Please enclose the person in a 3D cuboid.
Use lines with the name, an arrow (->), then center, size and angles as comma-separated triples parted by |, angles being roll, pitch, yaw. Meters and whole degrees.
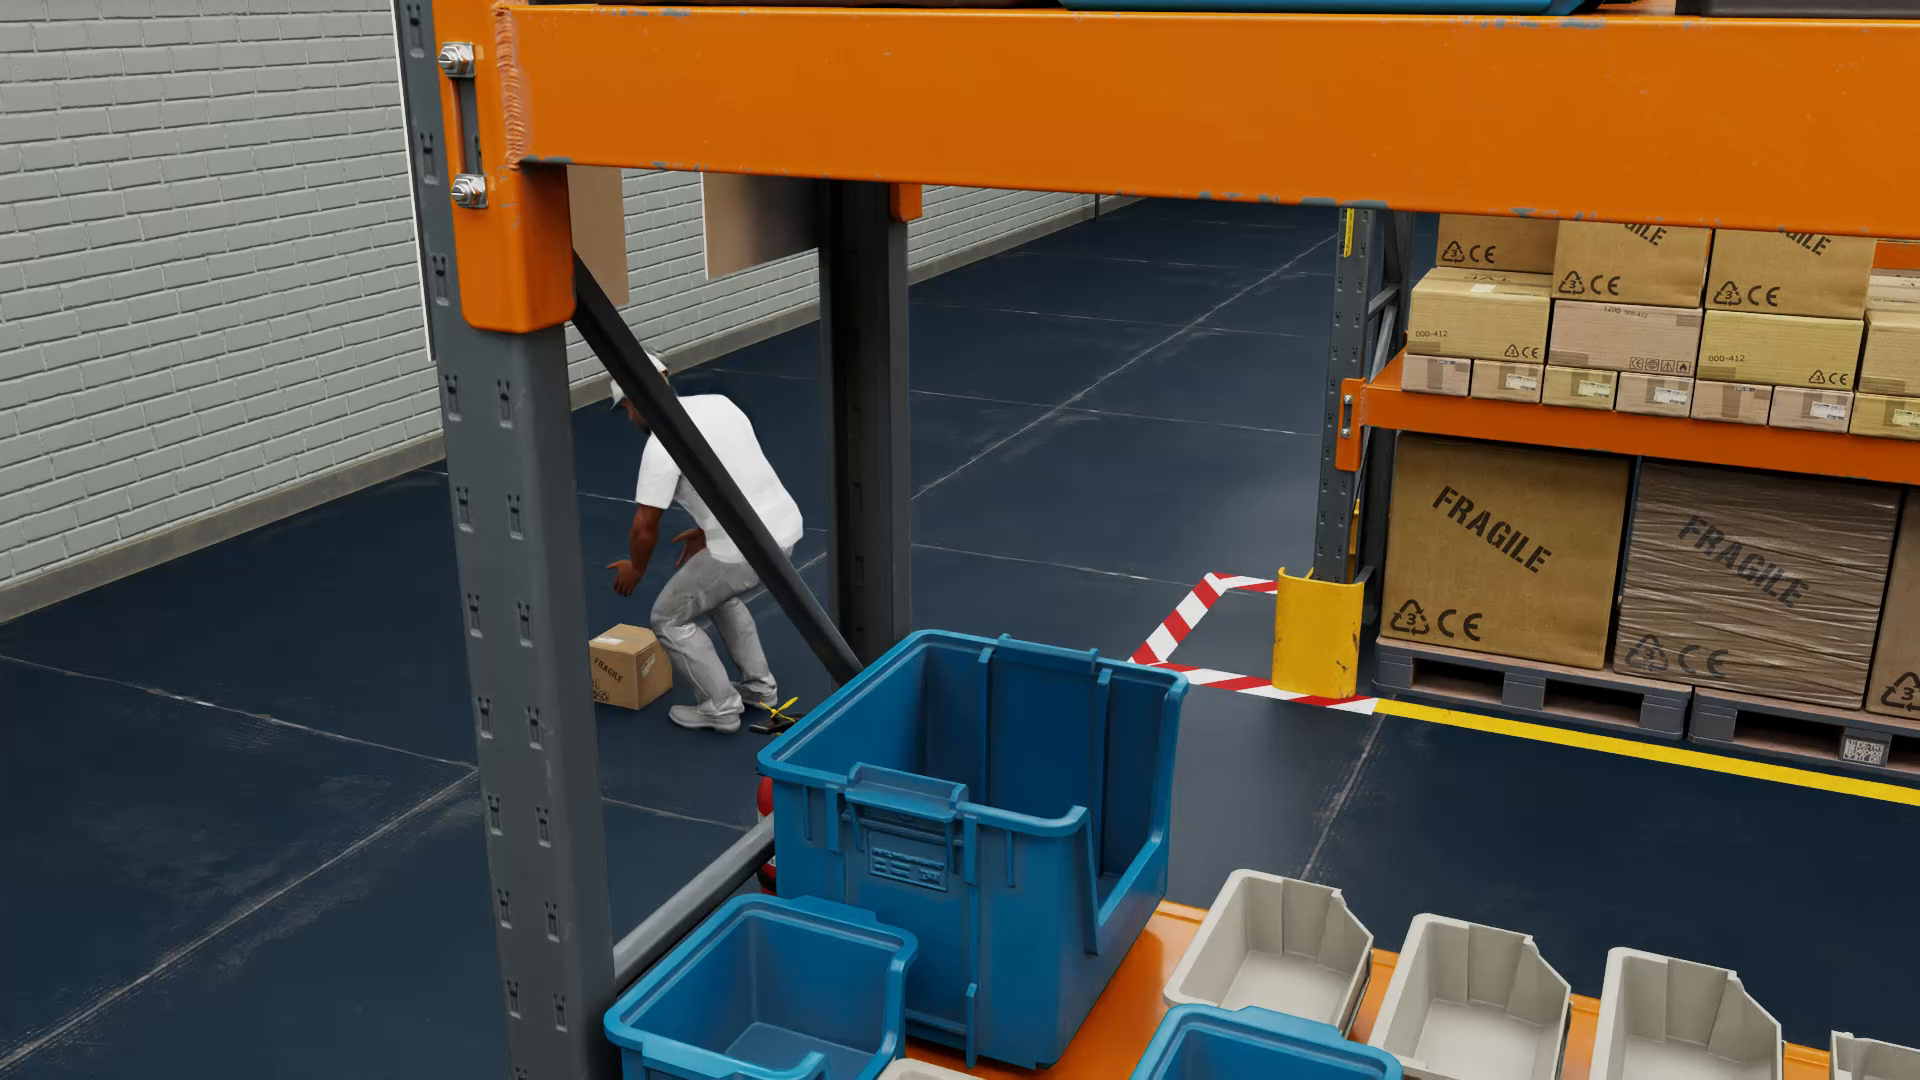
person -> -0.997, 0.014, 6.458 | 0.728, 1.461, 0.630 | 8, 21, 23
